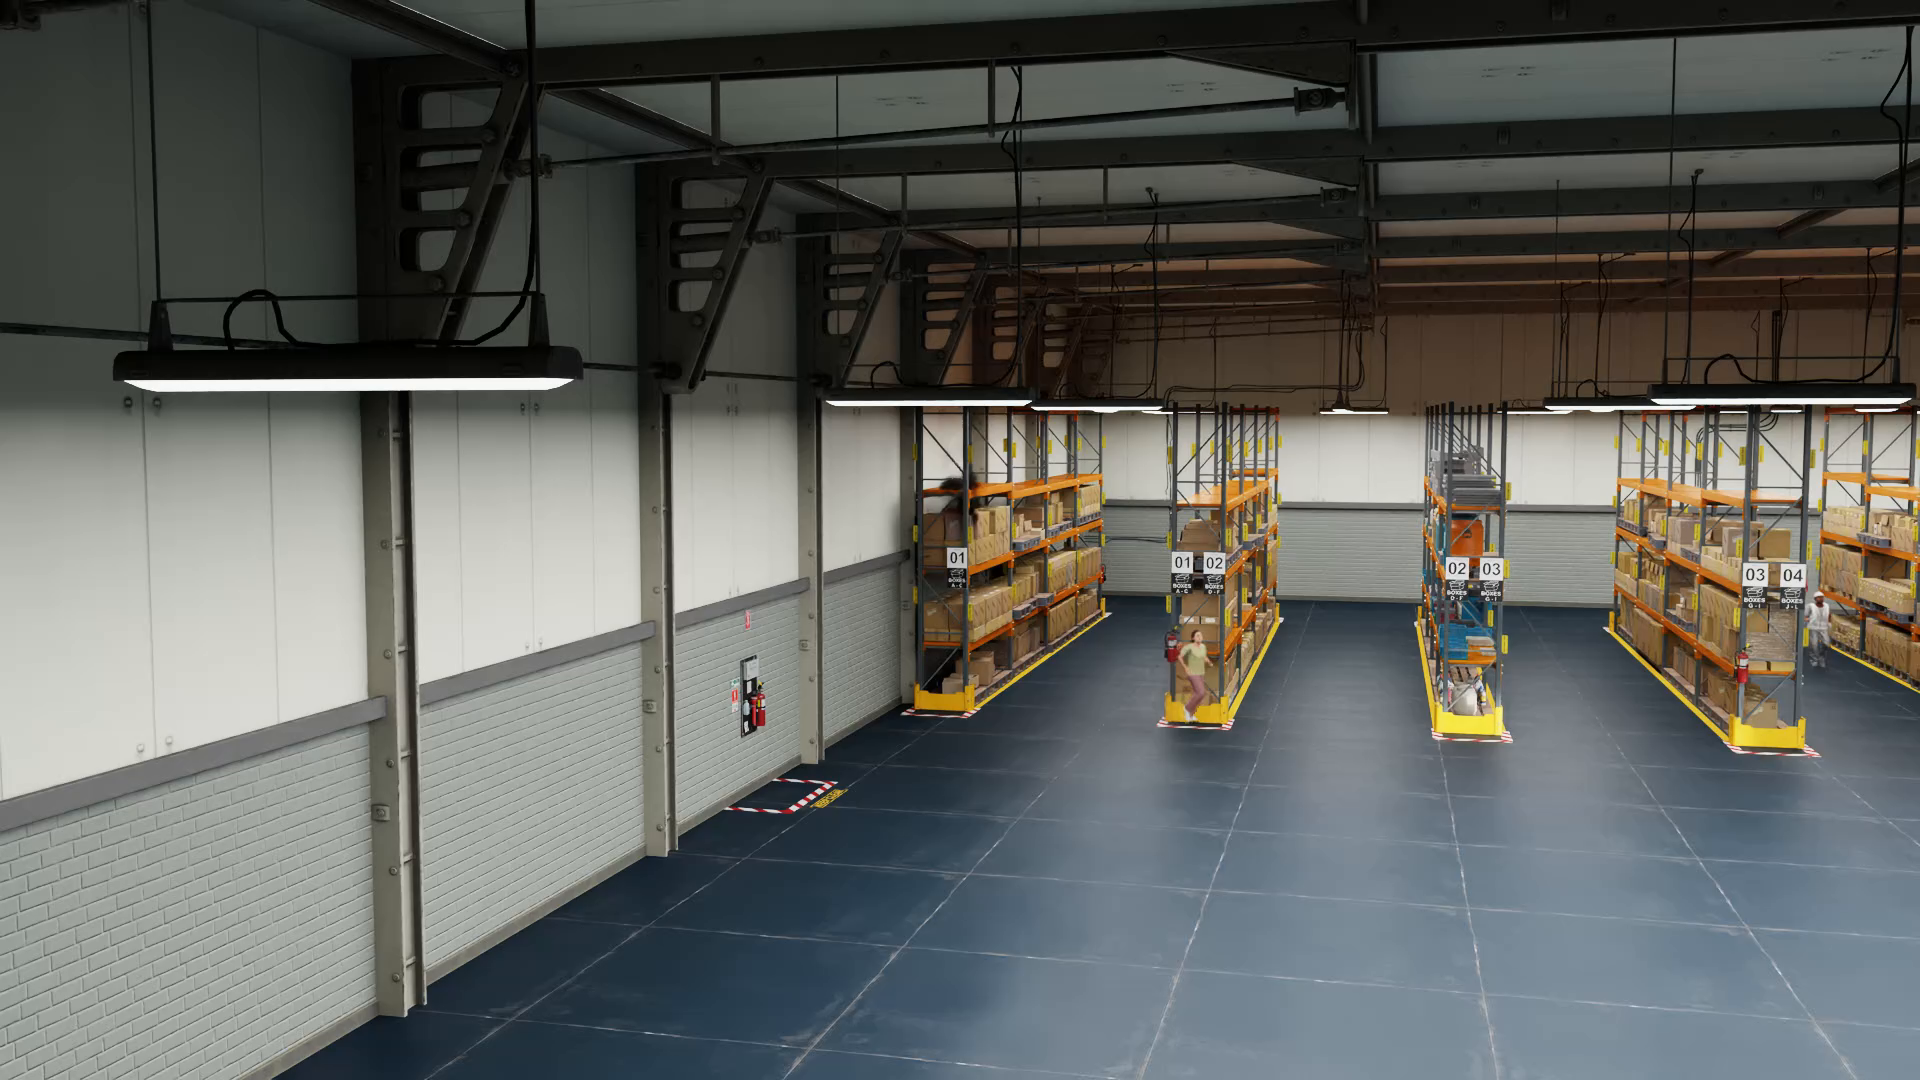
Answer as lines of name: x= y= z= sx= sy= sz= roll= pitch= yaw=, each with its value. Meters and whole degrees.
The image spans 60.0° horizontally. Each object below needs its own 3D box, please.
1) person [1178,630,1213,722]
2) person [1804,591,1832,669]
person: x=4.250 y=2.427 z=29.718 sx=0.563 sy=1.658 sz=0.556 roll=-3 pitch=5 yaw=-36
person: x=19.527 y=2.050 z=37.821 sx=0.674 sy=1.761 sz=0.643 roll=1 pitch=4 yaw=12
